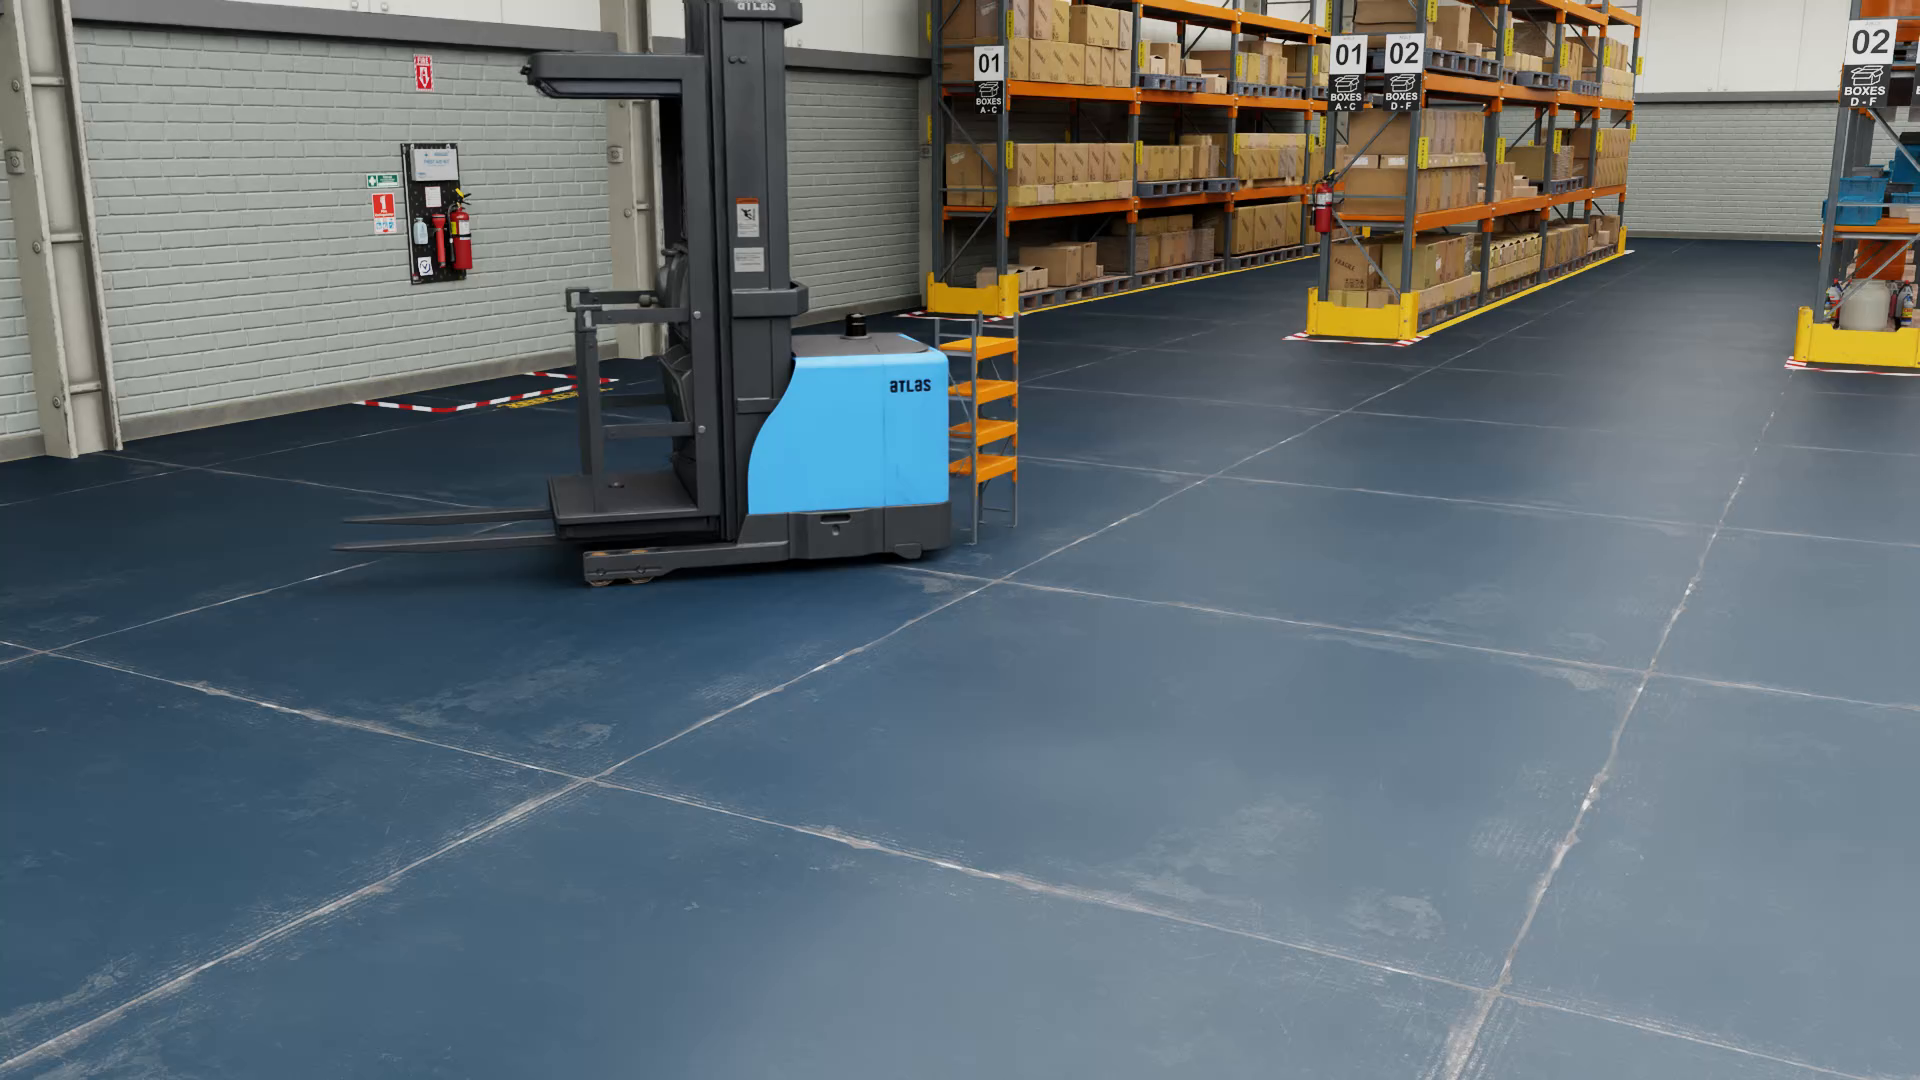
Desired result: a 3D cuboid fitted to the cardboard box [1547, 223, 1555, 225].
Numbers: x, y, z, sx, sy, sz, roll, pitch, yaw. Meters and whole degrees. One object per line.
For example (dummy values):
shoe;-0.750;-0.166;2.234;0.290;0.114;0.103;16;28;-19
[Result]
cardboard box;9.810;-5.121;28.270;0.500;0.500;0.500;7;15;26

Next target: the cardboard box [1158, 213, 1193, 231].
cardboard box;3.353;-5.034;26.308;0.500;0.250;0.500;8;16;29

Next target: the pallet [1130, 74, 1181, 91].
pallet;2.443;-6.595;23.989;1.213;0.211;1.003;7;15;28

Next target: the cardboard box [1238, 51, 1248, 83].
cardboard box;4.380;-7.875;27.747;0.700;0.500;0.500;6;15;25

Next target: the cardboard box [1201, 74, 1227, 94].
cardboard box;3.874;-7.180;26.164;0.500;0.311;0.500;7;15;28

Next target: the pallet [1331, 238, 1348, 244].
pallet;6.944;-5.797;32.630;1.003;0.211;1.213;7;15;28

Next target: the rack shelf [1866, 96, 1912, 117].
rack shelf;13.625;-6.330;24.026;1.077;0.370;4.000;7;15;28

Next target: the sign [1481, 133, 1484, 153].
sign;7.844;-5.957;25.043;0.100;0.325;0.005;7;15;28

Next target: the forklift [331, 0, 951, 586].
forklift;-1.621;-1.336;8.322;3.031;2.935;1.130;-4;14;-15

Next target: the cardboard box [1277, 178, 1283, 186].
cardboard box;5.485;-6.335;29.403;0.380;0.149;0.250;7;15;28

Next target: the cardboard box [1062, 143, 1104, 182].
cardboard box;1.605;-5.077;22.372;0.500;0.500;0.500;7;15;26

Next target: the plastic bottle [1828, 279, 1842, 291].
plastic bottle;9.971;-2.798;18.954;0.144;0.351;0.185;8;16;30

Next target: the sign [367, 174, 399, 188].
sign;-4.777;-2.974;13.761;0.001;0.109;0.331;7;15;28

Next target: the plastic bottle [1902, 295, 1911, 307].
plastic bottle;10.154;-2.485;17.824;0.097;0.271;0.097;0;14;0

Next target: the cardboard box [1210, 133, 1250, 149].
cardboard box;4.445;-6.571;27.400;0.500;0.250;0.500;8;16;29

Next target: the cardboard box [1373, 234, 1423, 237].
cardboard box;5.408;-3.520;20.605;0.500;0.500;0.500;7;15;28

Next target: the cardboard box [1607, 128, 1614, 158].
cardboard box;11.229;-7.005;29.342;0.500;0.500;0.500;7;15;26

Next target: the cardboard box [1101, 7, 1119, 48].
cardboard box;1.790;-6.868;22.332;0.500;0.500;0.500;8;16;31

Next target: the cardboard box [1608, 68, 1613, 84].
cardboard box;10.950;-7.997;28.657;0.500;0.250;0.500;7;15;28

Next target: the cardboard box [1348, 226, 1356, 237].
cardboard box;7.602;-6.409;33.656;0.700;0.500;0.500;7;15;28

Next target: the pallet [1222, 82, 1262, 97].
pallet;4.250;-7.438;27.490;1.213;0.211;1.003;8;16;31

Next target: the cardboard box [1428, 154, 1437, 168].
cardboard box;5.206;-4.309;18.910;0.380;0.149;0.250;7;15;27

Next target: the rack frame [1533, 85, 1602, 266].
rack frame;10.257;-6.194;28.326;1.000;3.000;0.127;7;15;28

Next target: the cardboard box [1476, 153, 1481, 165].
cardboard box;6.325;-4.786;20.889;0.380;0.149;0.250;7;15;27

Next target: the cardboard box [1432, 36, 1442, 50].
cardboard box;5.179;-5.562;18.645;0.380;0.149;0.250;7;15;28

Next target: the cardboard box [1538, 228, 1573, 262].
cardboard box;9.537;-4.751;26.736;0.500;0.500;0.500;7;15;26

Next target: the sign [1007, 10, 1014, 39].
sign;0.593;-6.114;19.730;0.100;0.325;0.005;7;15;28

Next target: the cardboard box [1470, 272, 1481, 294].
cardboard box;6.357;-3.300;21.294;0.500;0.250;0.500;7;15;28

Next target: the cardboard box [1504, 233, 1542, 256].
cardboard box;8.286;-4.378;24.568;0.500;0.311;0.500;8;16;30

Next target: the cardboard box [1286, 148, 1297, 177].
cardboard box;5.679;-6.728;29.652;0.500;0.500;0.500;8;15;28

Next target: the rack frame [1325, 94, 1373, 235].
rack frame;7.853;-7.575;34.055;1.000;3.000;0.127;7;15;28

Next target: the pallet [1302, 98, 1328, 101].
pallet;6.915;-8.586;32.035;1.003;0.211;1.213;7;15;28

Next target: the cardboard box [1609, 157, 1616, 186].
cardboard box;11.475;-6.629;29.915;0.500;0.500;0.500;7;15;27

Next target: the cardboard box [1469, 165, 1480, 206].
cardboard box;6.181;-4.510;21.126;0.700;0.500;0.500;7;15;27

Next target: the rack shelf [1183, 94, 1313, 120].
rack shelf;4.952;-7.453;28.682;1.077;0.370;4.000;7;15;28

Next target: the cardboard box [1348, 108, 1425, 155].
cardboard box;4.719;-4.517;18.387;0.700;0.500;0.500;7;15;28

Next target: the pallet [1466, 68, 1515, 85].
pallet;6.805;-6.100;21.946;0.805;0.209;1.217;7;15;26

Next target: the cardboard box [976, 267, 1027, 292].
cardboard box;0.531;-3.331;21.249;0.500;0.311;0.500;6;15;22

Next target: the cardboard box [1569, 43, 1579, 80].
cardboard box;9.646;-7.719;26.928;0.600;0.600;0.600;7;15;27

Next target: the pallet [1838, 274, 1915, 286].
pallet;13.003;-3.622;23.608;1.003;0.211;1.213;7;15;28

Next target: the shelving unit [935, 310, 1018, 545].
shelving unit;0.094;-0.619;9.040;0.258;1.200;0.503;7;15;28

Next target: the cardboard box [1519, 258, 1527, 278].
cardboard box;7.791;-3.896;23.766;0.500;0.250;0.500;8;16;29

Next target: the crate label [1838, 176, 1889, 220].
crate label;9.444;-3.596;17.472;0.502;0.435;0.616;7;15;28

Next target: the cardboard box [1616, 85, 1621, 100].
cardboard box;11.436;-7.959;29.565;0.500;0.250;0.500;7;15;28

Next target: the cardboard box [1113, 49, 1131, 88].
cardboard box;2.023;-6.498;22.929;0.500;0.500;0.500;8;16;30

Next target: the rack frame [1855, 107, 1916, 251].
rack frame;16.525;-6.453;29.399;1.000;3.000;0.127;7;15;28

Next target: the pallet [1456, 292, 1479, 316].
pallet;5.969;-3.039;21.188;1.003;0.211;1.213;7;15;28

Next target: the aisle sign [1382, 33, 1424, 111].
aisle sign;4.693;-4.948;17.609;0.394;0.787;0.004;7;15;28

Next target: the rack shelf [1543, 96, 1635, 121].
rack shelf;11.224;-7.713;29.761;1.077;0.370;4.000;7;15;28

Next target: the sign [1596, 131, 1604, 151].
sign;10.745;-6.695;27.933;0.100;0.325;0.005;7;15;28

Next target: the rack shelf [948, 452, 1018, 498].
rack shelf;0.095;-0.361;9.102;0.258;0.148;0.480;7;15;28

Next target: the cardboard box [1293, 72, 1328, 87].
cardboard box;6.484;-8.505;30.720;0.500;0.250;0.500;7;15;28

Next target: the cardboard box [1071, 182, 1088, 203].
cardboard box;1.368;-4.609;22.029;0.500;0.250;0.500;8;15;29

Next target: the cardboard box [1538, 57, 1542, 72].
cardboard box;8.154;-6.863;24.126;0.500;0.250;0.500;6;15;24

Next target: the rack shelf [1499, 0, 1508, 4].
rack shelf;5.423;-6.515;19.244;1.077;0.370;4.000;7;15;28
